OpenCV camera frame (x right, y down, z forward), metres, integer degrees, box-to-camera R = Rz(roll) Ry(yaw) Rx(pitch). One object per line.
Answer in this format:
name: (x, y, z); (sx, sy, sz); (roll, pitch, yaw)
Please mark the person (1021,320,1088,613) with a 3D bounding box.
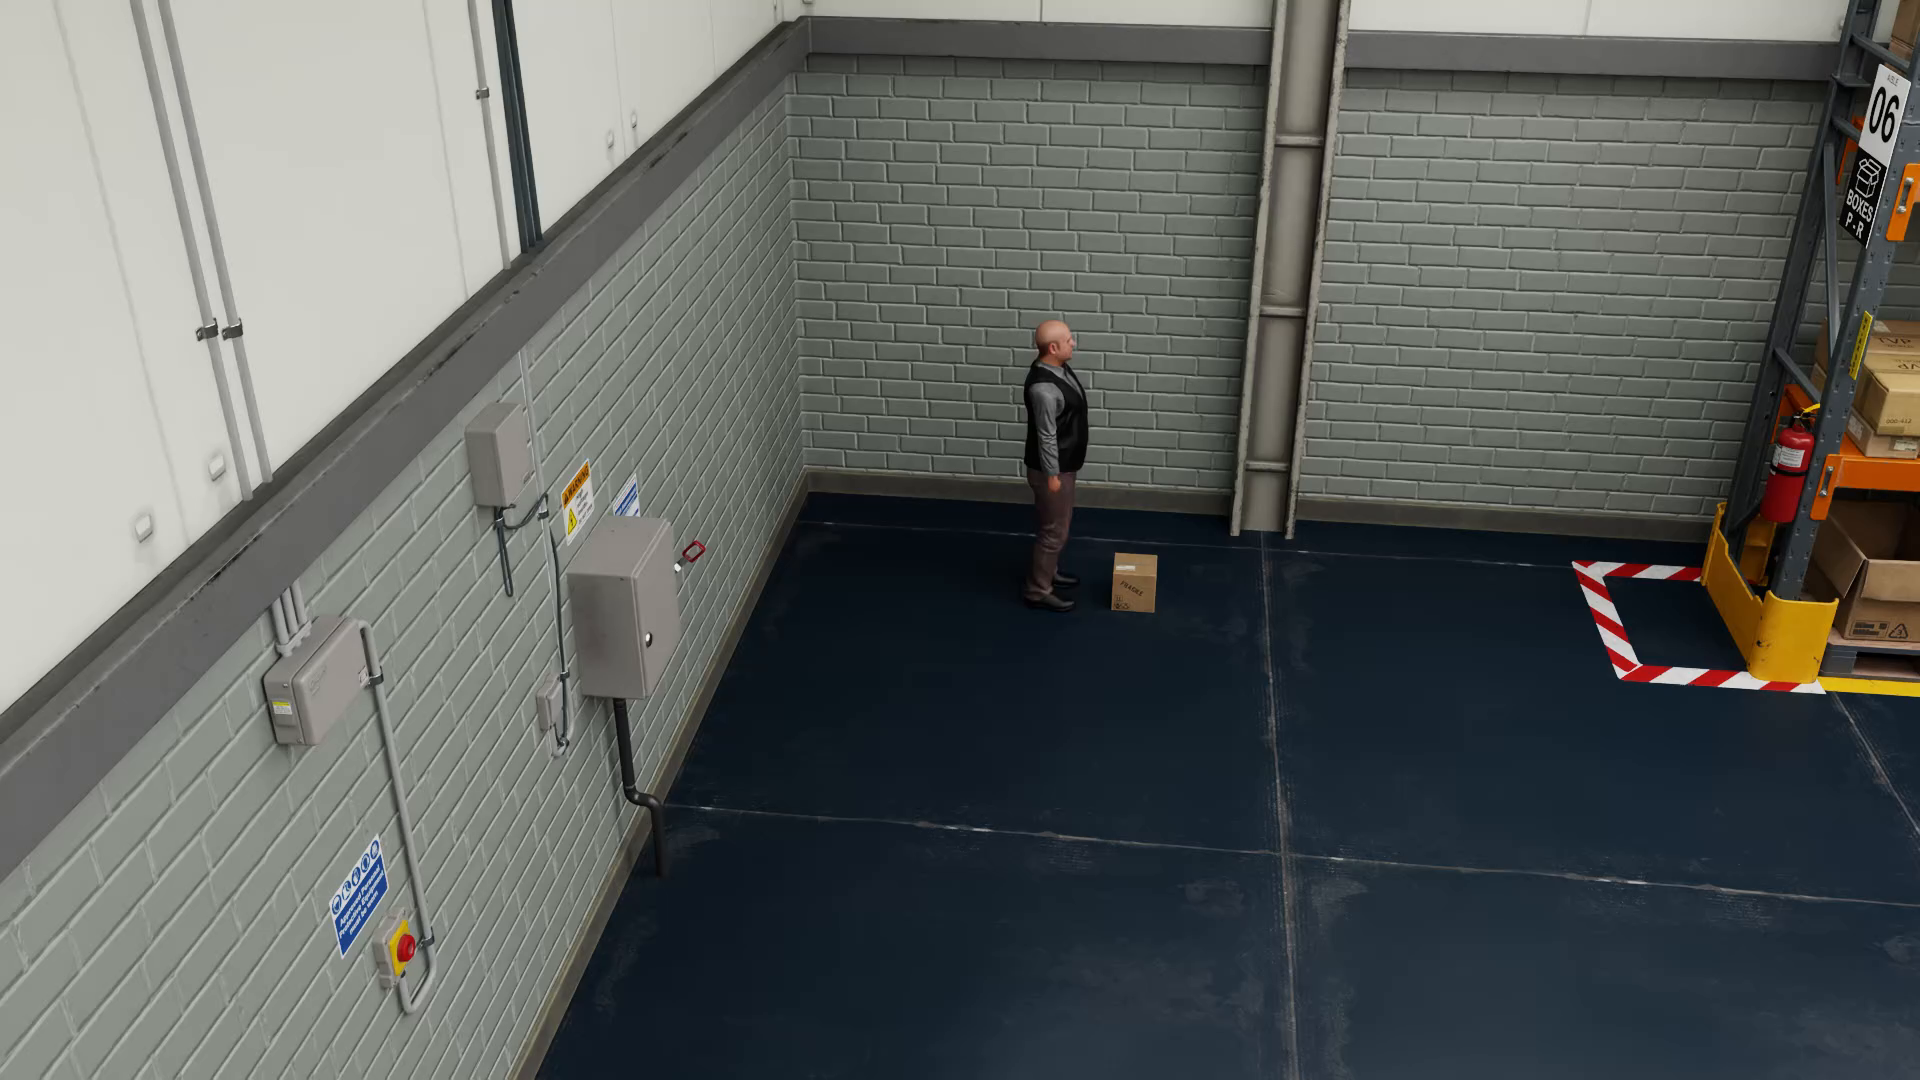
person: (0.542, -0.435, 9.464); (0.359, 1.716, 0.531); (4, 28, 8)
